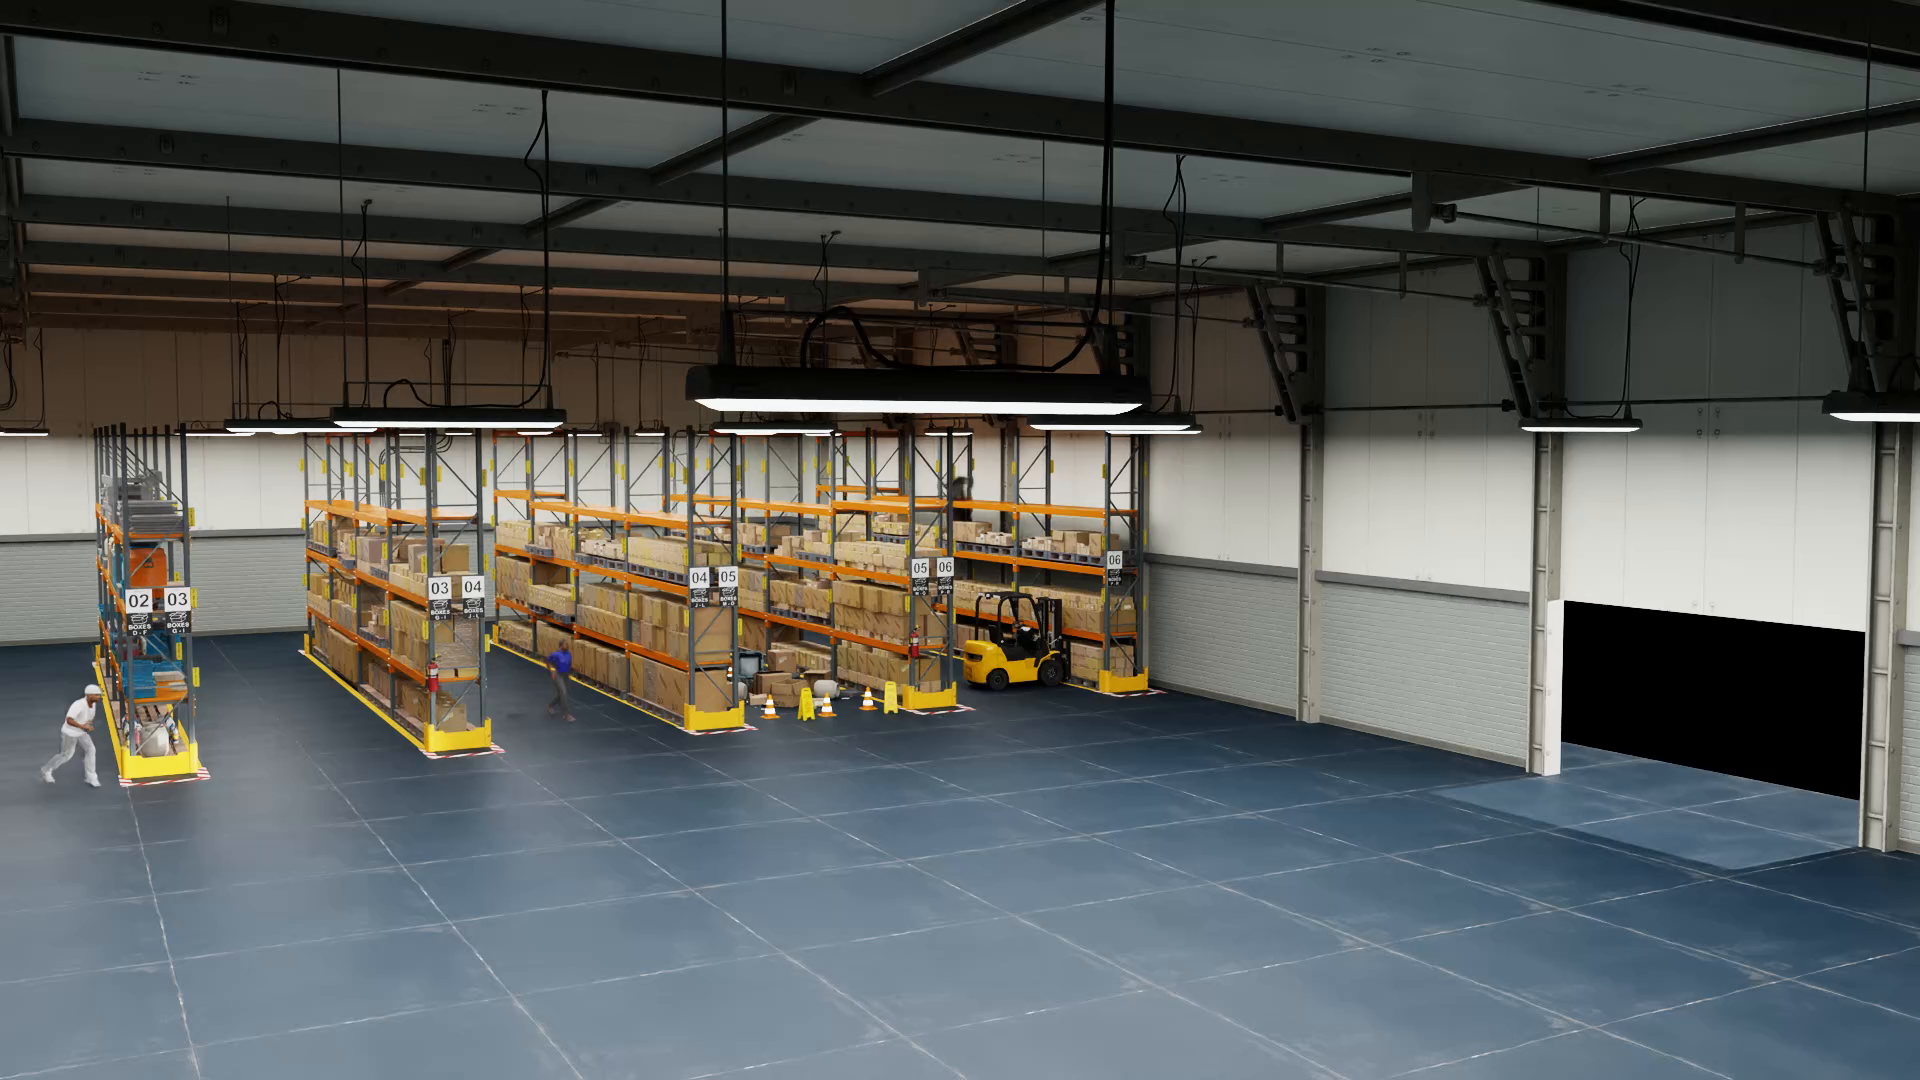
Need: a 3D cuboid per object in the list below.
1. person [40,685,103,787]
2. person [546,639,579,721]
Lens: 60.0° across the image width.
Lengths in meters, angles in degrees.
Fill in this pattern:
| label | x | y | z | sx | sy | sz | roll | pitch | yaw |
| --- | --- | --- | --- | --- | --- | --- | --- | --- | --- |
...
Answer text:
| label | x | y | z | sx | sy | sz | roll | pitch | yaw |
| --- | --- | --- | --- | --- | --- | --- | --- | --- | --- |
| person | -14.644 | 3.242 | 27.420 | 1.056 | 1.716 | 0.743 | 0 | 3 | -3 |
| person | -8.182 | 2.838 | 34.001 | 0.929 | 1.654 | 0.545 | 2 | 4 | 32 |
